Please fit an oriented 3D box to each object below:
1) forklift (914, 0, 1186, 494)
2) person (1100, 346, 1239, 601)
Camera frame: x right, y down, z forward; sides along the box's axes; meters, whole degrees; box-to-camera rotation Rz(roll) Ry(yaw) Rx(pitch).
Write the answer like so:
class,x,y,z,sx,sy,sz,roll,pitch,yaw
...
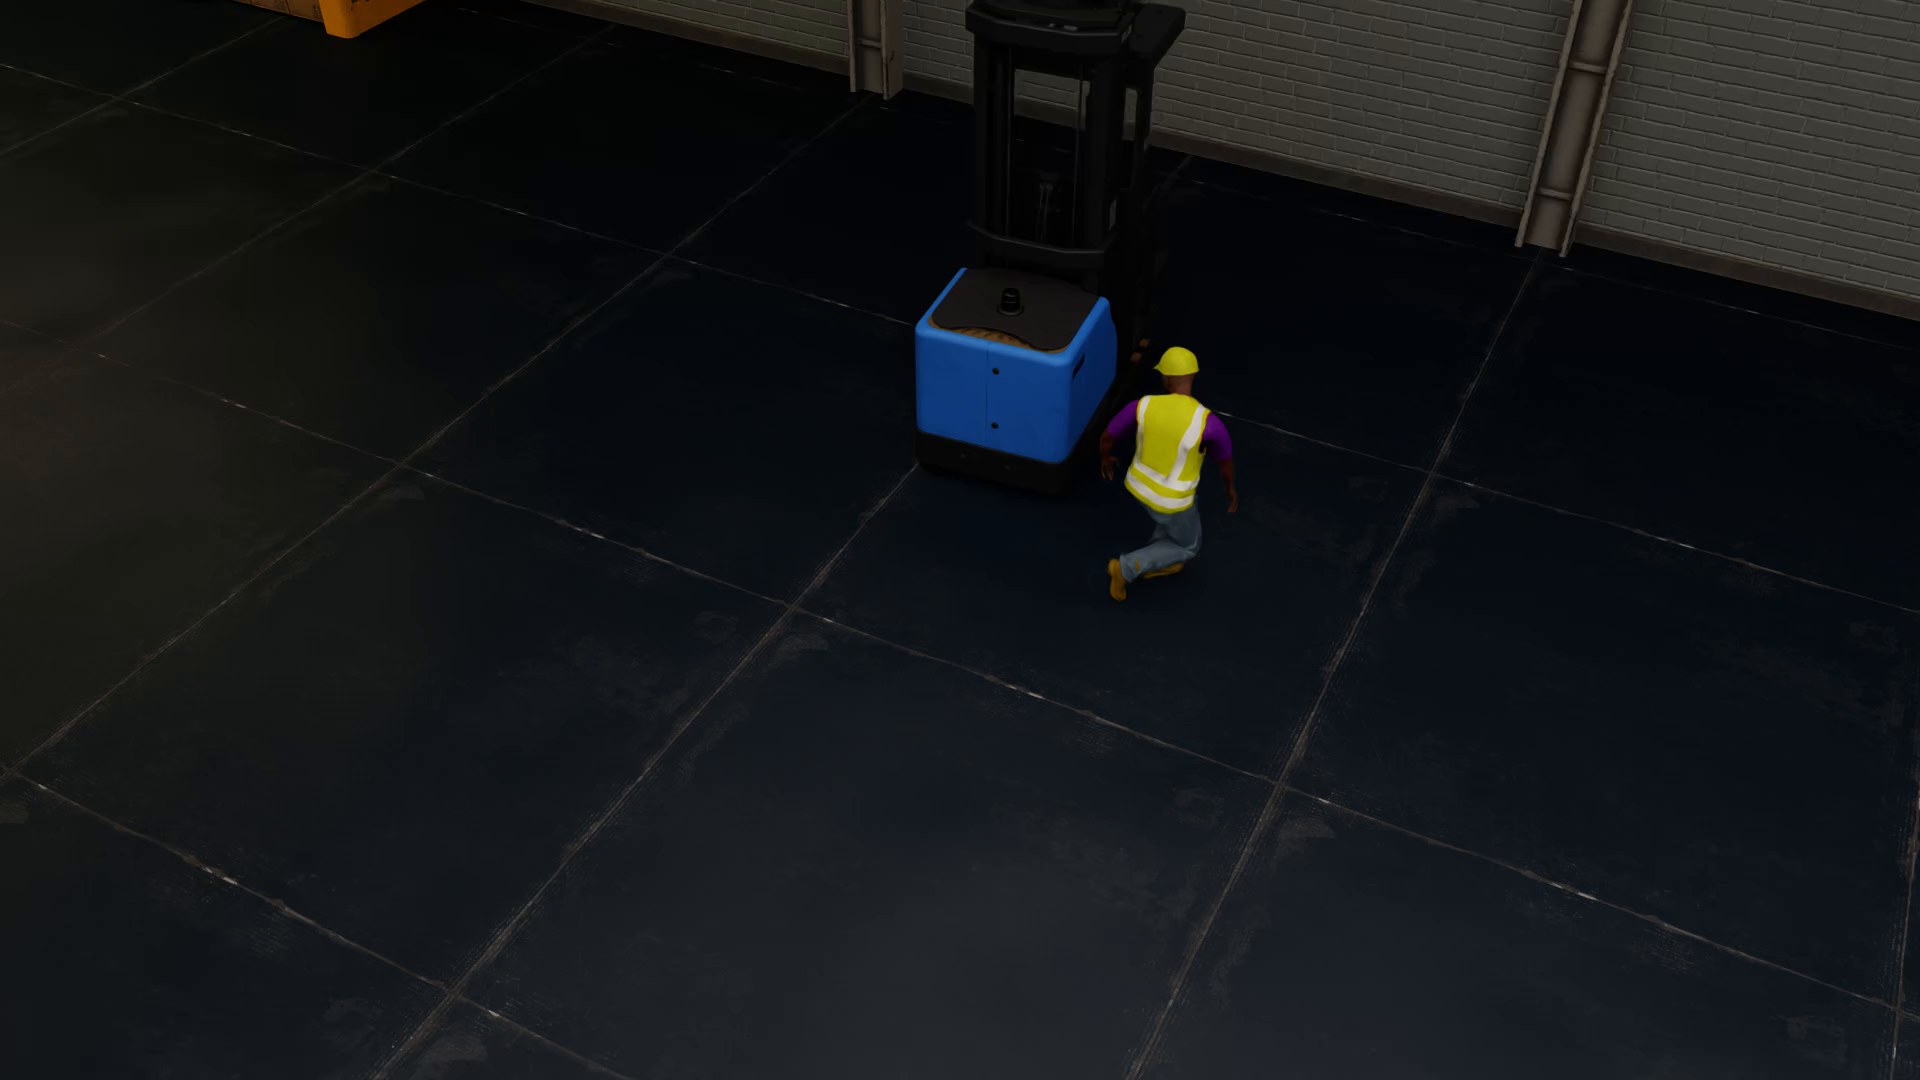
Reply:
class,x,y,z,sx,sy,sz,roll,pitch,yaw
forklift,0.733,-2.363,10.792,1.130,2.935,3.031,15,42,17
person,1.116,-0.363,9.516,0.718,1.546,0.732,-26,47,-28
